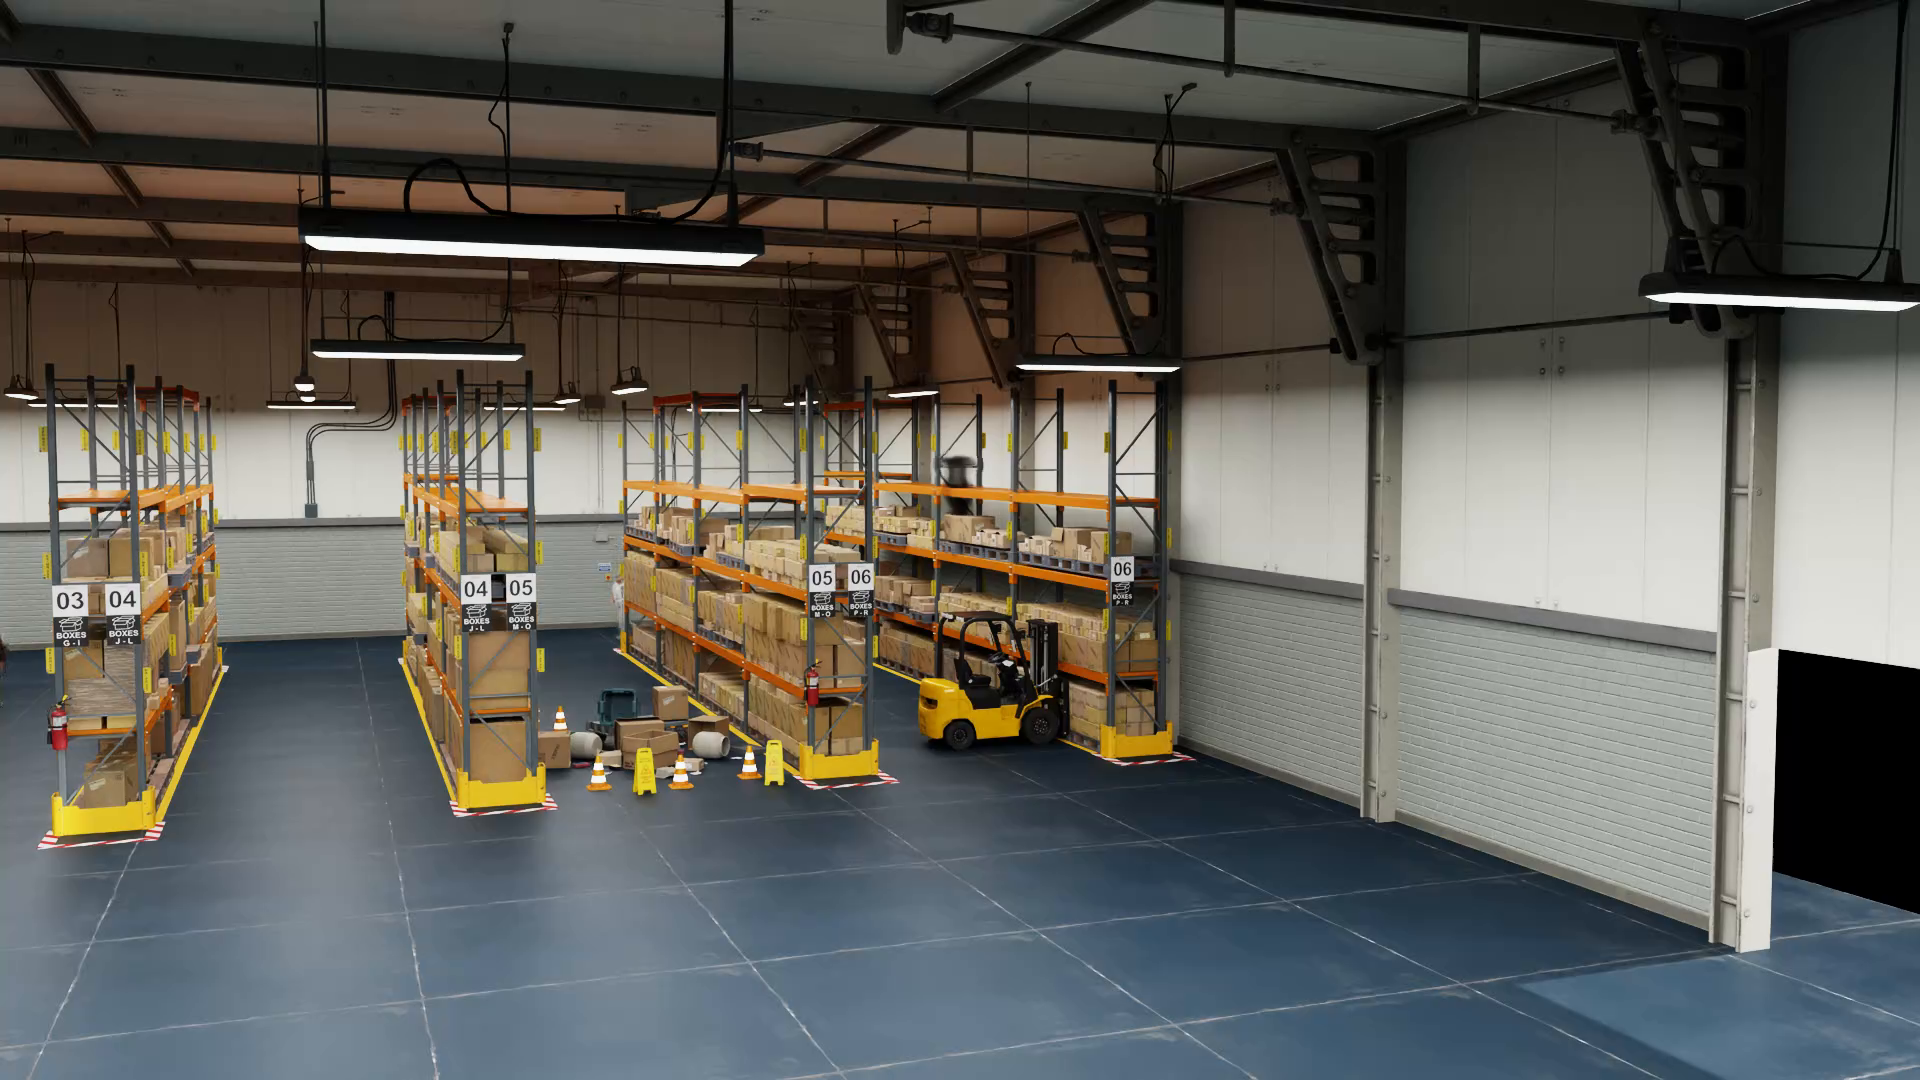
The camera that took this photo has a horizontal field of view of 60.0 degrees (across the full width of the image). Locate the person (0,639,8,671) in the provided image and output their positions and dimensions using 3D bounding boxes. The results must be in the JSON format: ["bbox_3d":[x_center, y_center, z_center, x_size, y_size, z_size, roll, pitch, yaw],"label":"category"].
[{"bbox_3d":[-17.541,2.401,29.932,0.671,1.698,0.761,-2,4,-24],"label":"person"}]

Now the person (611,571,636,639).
[{"bbox_3d":[-8.600,1.653,42.705,0.662,1.734,0.805,2,4,35],"label":"person"}]
